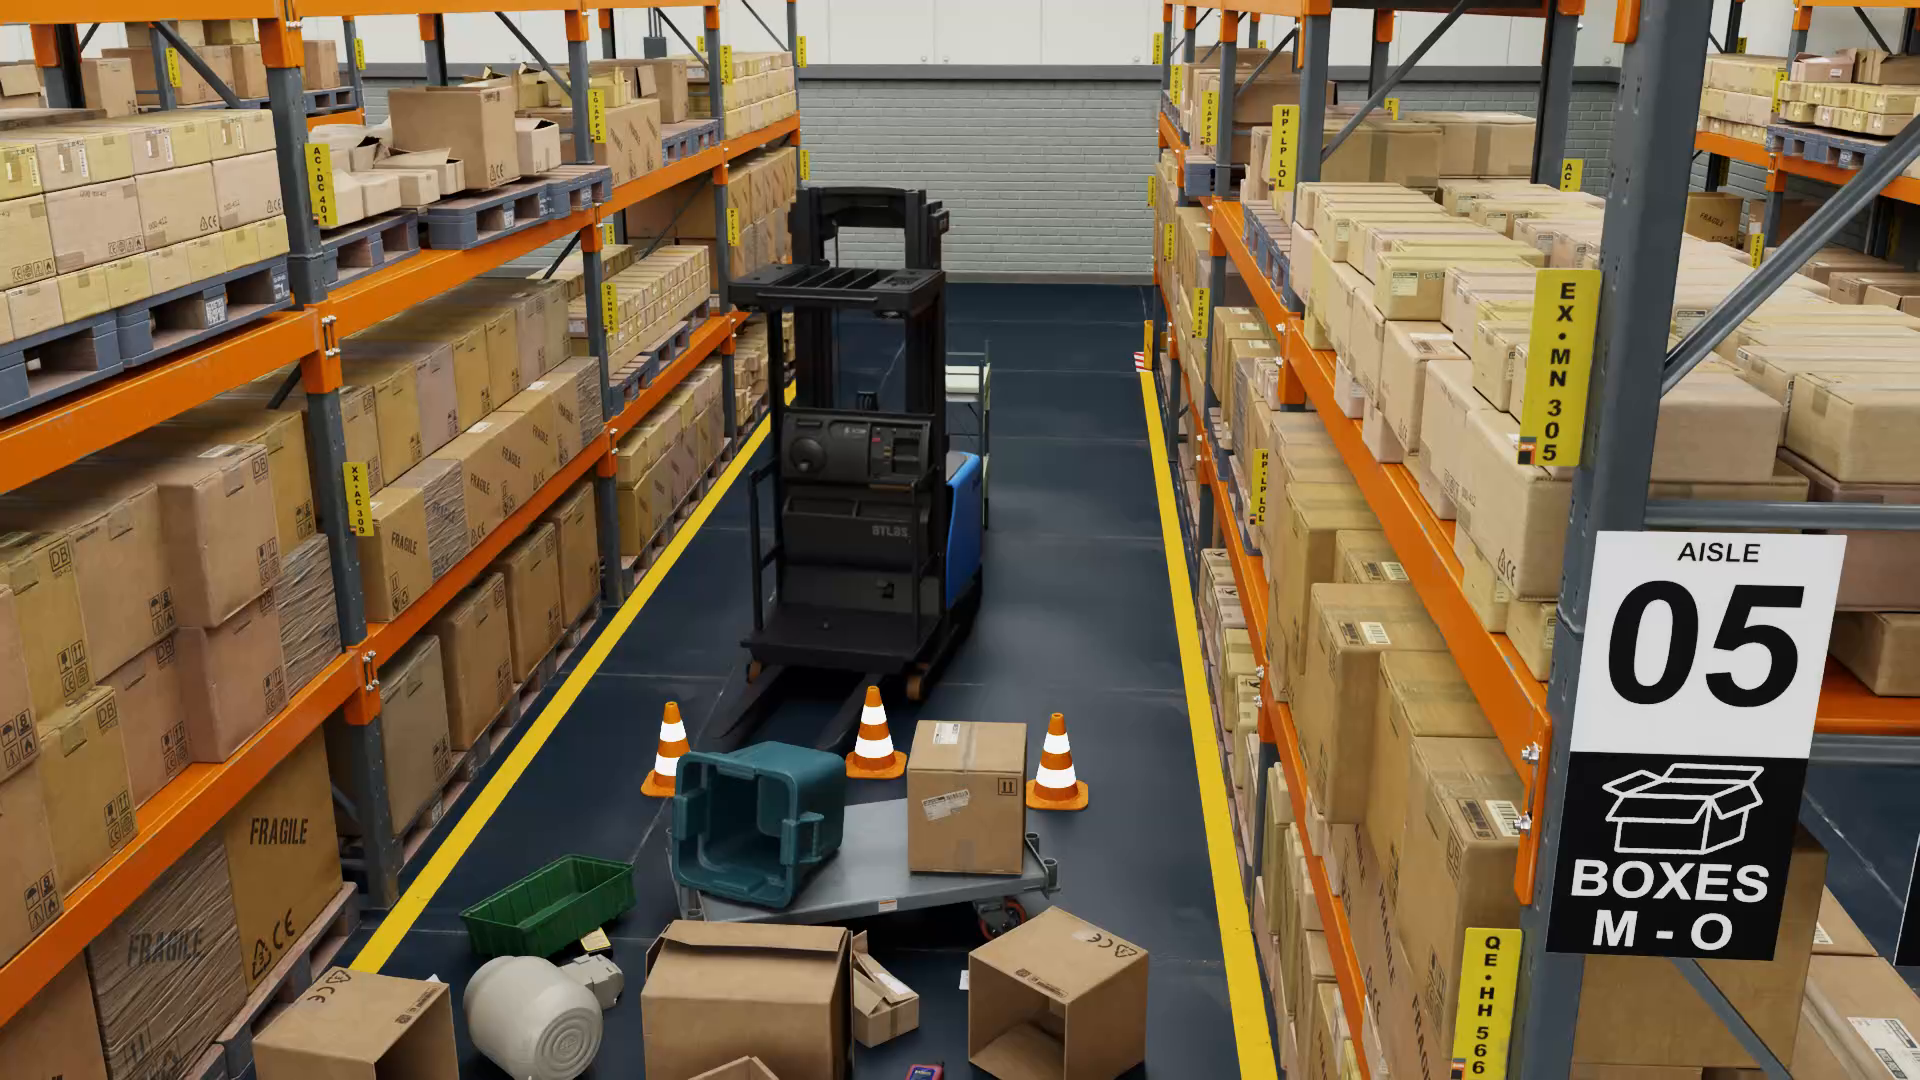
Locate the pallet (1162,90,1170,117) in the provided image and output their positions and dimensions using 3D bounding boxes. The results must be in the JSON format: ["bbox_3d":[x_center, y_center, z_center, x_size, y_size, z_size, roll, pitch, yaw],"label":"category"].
[{"bbox_3d":[2.634,-4.536,17.274,1.003,0.211,1.213,1,18,4],"label":"pallet"}]

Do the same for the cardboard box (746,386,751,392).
[{"bbox_3d":[-2.254,-1.412,16.319,0.380,0.149,0.250,1,18,3],"label":"cardboard box"}]

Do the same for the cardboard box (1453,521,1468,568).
[{"bbox_3d":[1.315,0.003,3.683,0.380,0.149,0.250,2,18,6],"label":"cardboard box"}]

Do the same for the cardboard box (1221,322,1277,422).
[{"bbox_3d":[1.810,-0.991,9.816,0.500,0.500,0.500,2,18,7],"label":"cardboard box"}]

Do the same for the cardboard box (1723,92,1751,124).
[{"bbox_3d":[7.153,-3.844,14.783,0.500,0.250,0.500,1,18,2],"label":"cardboard box"}]

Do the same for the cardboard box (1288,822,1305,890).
[{"bbox_3d":[1.401,1.160,6.060,0.380,0.149,0.250,2,18,6],"label":"cardboard box"}]

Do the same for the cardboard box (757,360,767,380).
[{"bbox_3d":[-2.152,-1.715,16.765,0.380,0.149,0.250,1,18,3],"label":"cardboard box"}]

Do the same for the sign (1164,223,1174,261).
[{"bbox_3d":[1.836,-2.602,14.529,0.100,0.325,0.005,1,18,4],"label":"sign"}]

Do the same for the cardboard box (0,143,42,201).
[{"bbox_3d":[-2.945,-1.075,4.858,0.380,0.149,0.250,2,18,5],"label":"cardboard box"}]

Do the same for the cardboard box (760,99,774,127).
[{"bbox_3d":[-2.133,-4.192,16.321,0.500,0.250,0.500,2,18,6],"label":"cardboard box"}]

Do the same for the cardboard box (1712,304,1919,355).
[{"bbox_3d":[1.933,-0.436,3.742,0.380,0.149,0.250,1,18,4],"label":"cardboard box"}]

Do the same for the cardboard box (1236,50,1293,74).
[{"bbox_3d":[2.642,-4.039,14.620,0.500,0.500,0.500,2,18,5],"label":"cardboard box"}]

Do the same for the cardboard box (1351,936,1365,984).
[{"bbox_3d":[1.365,1.185,4.891,0.380,0.149,0.250,1,18,3],"label":"cardboard box"}]

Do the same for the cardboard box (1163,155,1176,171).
[{"bbox_3d":[2.294,-3.867,17.099,0.380,0.149,0.250,1,18,2],"label":"cardboard box"}]

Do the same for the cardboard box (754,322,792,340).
[{"bbox_3d":[-2.020,-2.260,17.951,0.380,0.149,0.250,1,18,3],"label":"cardboard box"}]

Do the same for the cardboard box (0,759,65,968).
[{"bbox_3d":[-3.250,0.977,4.884,0.875,0.550,0.550,1,18,4],"label":"cardboard box"}]

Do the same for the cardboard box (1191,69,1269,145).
[{"bbox_3d":[1.940,-3.125,11.991,0.500,0.500,0.500,1,18,4],"label":"cardboard box"}]

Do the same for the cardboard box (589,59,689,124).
[{"bbox_3d":[-2.691,-3.777,13.982,0.700,0.500,0.500,1,18,4],"label":"cardboard box"}]

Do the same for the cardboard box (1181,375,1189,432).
[{"bbox_3d":[2.542,-1.316,15.561,0.875,0.438,0.875,1,18,3],"label":"cardboard box"}]

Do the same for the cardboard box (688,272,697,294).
[{"bbox_3d":[-2.424,-2.155,13.934,0.380,0.149,0.250,2,18,6],"label":"cardboard box"}]

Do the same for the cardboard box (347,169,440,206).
[{"bbox_3d":[-2.768,-1.718,8.101,0.380,0.149,0.250,1,18,4],"label":"cardboard box"}]

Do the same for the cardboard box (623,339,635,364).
[{"bbox_3d":[-2.570,-1.360,11.984,0.380,0.149,0.250,2,18,7],"label":"cardboard box"}]

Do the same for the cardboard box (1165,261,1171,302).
[{"bbox_3d":[2.200,-2.498,15.570,0.500,0.500,0.500,1,18,3],"label":"cardboard box"}]

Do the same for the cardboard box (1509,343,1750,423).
[{"bbox_3d":[1.316,-0.290,3.296,0.380,0.149,0.250,2,18,5],"label":"cardboard box"}]

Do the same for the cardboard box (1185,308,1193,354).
[{"bbox_3d":[1.934,-1.540,12.244,0.500,0.250,0.500,1,18,2],"label":"cardboard box"}]

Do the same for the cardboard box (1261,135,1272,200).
[{"bbox_3d":[2.022,-1.899,8.918,0.797,0.503,0.637,1,18,4],"label":"cardboard box"}]

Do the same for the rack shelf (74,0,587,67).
[{"bbox_3d":[-2.985,-2.676,8.435,1.077,0.370,4.000,1,18,4],"label":"rack shelf"}]

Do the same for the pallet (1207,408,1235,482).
[{"bbox_3d":[2.158,-0.584,10.196,1.213,0.211,1.003,1,18,4],"label":"pallet"}]

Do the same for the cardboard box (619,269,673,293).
[{"bbox_3d":[-2.483,-2.049,13.134,0.380,0.149,0.250,0,18,1],"label":"cardboard box"}]

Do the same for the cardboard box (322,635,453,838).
[{"bbox_3d":[-3.173,0.939,8.178,1.050,0.750,0.750,1,18,4],"label":"cardboard box"}]

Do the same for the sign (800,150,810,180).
[{"bbox_3d":[-1.716,-4.144,18.387,0.100,0.325,0.005,1,18,4],"label":"sign"}]

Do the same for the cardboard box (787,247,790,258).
[{"bbox_3d":[-2.064,-3.159,18.151,0.380,0.149,0.250,1,18,4],"label":"cardboard box"}]

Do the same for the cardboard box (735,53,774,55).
[{"bbox_3d":[-2.131,-4.980,17.284,0.380,0.149,0.250,1,18,2],"label":"cardboard box"}]

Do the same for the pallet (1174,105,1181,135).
[{"bbox_3d":[2.459,-3.778,14.962,1.003,0.211,1.213,1,18,4],"label":"pallet"}]

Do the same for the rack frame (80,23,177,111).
[{"bbox_3d":[-7.494,-5.213,14.381,1.000,3.000,0.127,1,18,4],"label":"rack frame"}]

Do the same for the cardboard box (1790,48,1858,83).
[{"bbox_3d":[6.971,-3.837,13.424,0.396,0.266,0.258,1,18,3],"label":"cardboard box"}]

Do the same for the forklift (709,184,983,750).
[{"bbox_3d":[-0.682,-0.554,9.907,1.130,2.935,3.031,4,19,13],"label":"forklift"}]

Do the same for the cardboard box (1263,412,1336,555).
[{"bbox_3d":[1.569,-0.189,6.438,0.700,0.500,0.500,1,18,3],"label":"cardboard box"}]

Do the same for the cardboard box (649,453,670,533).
[{"bbox_3d":[-2.503,-0.360,12.544,0.500,0.500,0.500,1,18,5],"label":"cardboard box"}]

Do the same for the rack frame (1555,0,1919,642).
[{"bbox_3d":[1.530,-1.265,2.332,1.000,3.000,0.127,1,18,4],"label":"rack frame"}]

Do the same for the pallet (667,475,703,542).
[{"bbox_3d":[-2.694,-0.273,13.418,1.003,0.211,1.213,1,18,4],"label":"pallet"}]

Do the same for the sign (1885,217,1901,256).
[{"bbox_3d":[7.895,-2.570,14.091,0.100,0.325,0.005,1,18,4],"label":"sign"}]

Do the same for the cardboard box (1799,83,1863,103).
[{"bbox_3d":[6.934,-3.559,13.239,0.380,0.149,0.250,2,18,5],"label":"cardboard box"}]

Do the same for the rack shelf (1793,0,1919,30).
[{"bbox_3d":[7.198,-3.729,11.650,1.077,0.370,4.000,1,18,4],"label":"rack shelf"}]

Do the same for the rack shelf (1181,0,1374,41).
[{"bbox_3d":[2.247,-3.839,11.985,1.077,0.370,4.000,1,18,4],"label":"rack shelf"}]

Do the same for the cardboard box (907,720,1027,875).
[{"bbox_3d":[0.039,1.141,7.422,0.500,0.500,0.500,1,18,4],"label":"cardboard box"}]

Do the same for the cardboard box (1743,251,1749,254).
[{"bbox_3d":[7.714,-2.565,15.698,0.500,0.250,0.500,2,18,5],"label":"cardboard box"}]

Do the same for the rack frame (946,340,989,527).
[{"bbox_3d":[0.026,-0.824,13.030,0.400,1.500,0.023,1,18,4],"label":"rack frame"}]

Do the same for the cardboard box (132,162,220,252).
[{"bbox_3d":[-2.944,-1.163,5.764,0.500,0.250,0.500,1,18,4],"label":"cardboard box"}]

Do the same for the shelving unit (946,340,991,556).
[{"bbox_3d":[0.000,-0.711,12.683,0.431,1.500,0.755,1,18,4],"label":"shelving unit"}]

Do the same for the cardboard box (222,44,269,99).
[{"bbox_3d":[-7.276,-4.653,16.493,0.700,0.500,0.500,2,18,6],"label":"cardboard box"}]

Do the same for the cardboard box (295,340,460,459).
[{"bbox_3d":[-3.027,-0.729,8.565,0.700,0.500,0.500,1,18,4],"label":"cardboard box"}]

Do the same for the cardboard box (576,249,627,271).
[{"bbox_3d":[-3.055,-2.384,14.156,0.380,0.149,0.250,2,18,5],"label":"cardboard box"}]

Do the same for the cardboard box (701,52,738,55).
[{"bbox_3d":[-2.554,-5.069,17.557,0.380,0.149,0.250,2,18,6],"label":"cardboard box"}]

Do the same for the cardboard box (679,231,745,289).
[{"bbox_3d":[-2.268,-2.557,15.272,0.500,0.500,0.500,1,18,3],"label":"cardboard box"}]

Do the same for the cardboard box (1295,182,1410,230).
[{"bbox_3d":[1.468,-1.251,6.229,0.380,0.149,0.250,1,18,3],"label":"cardboard box"}]
